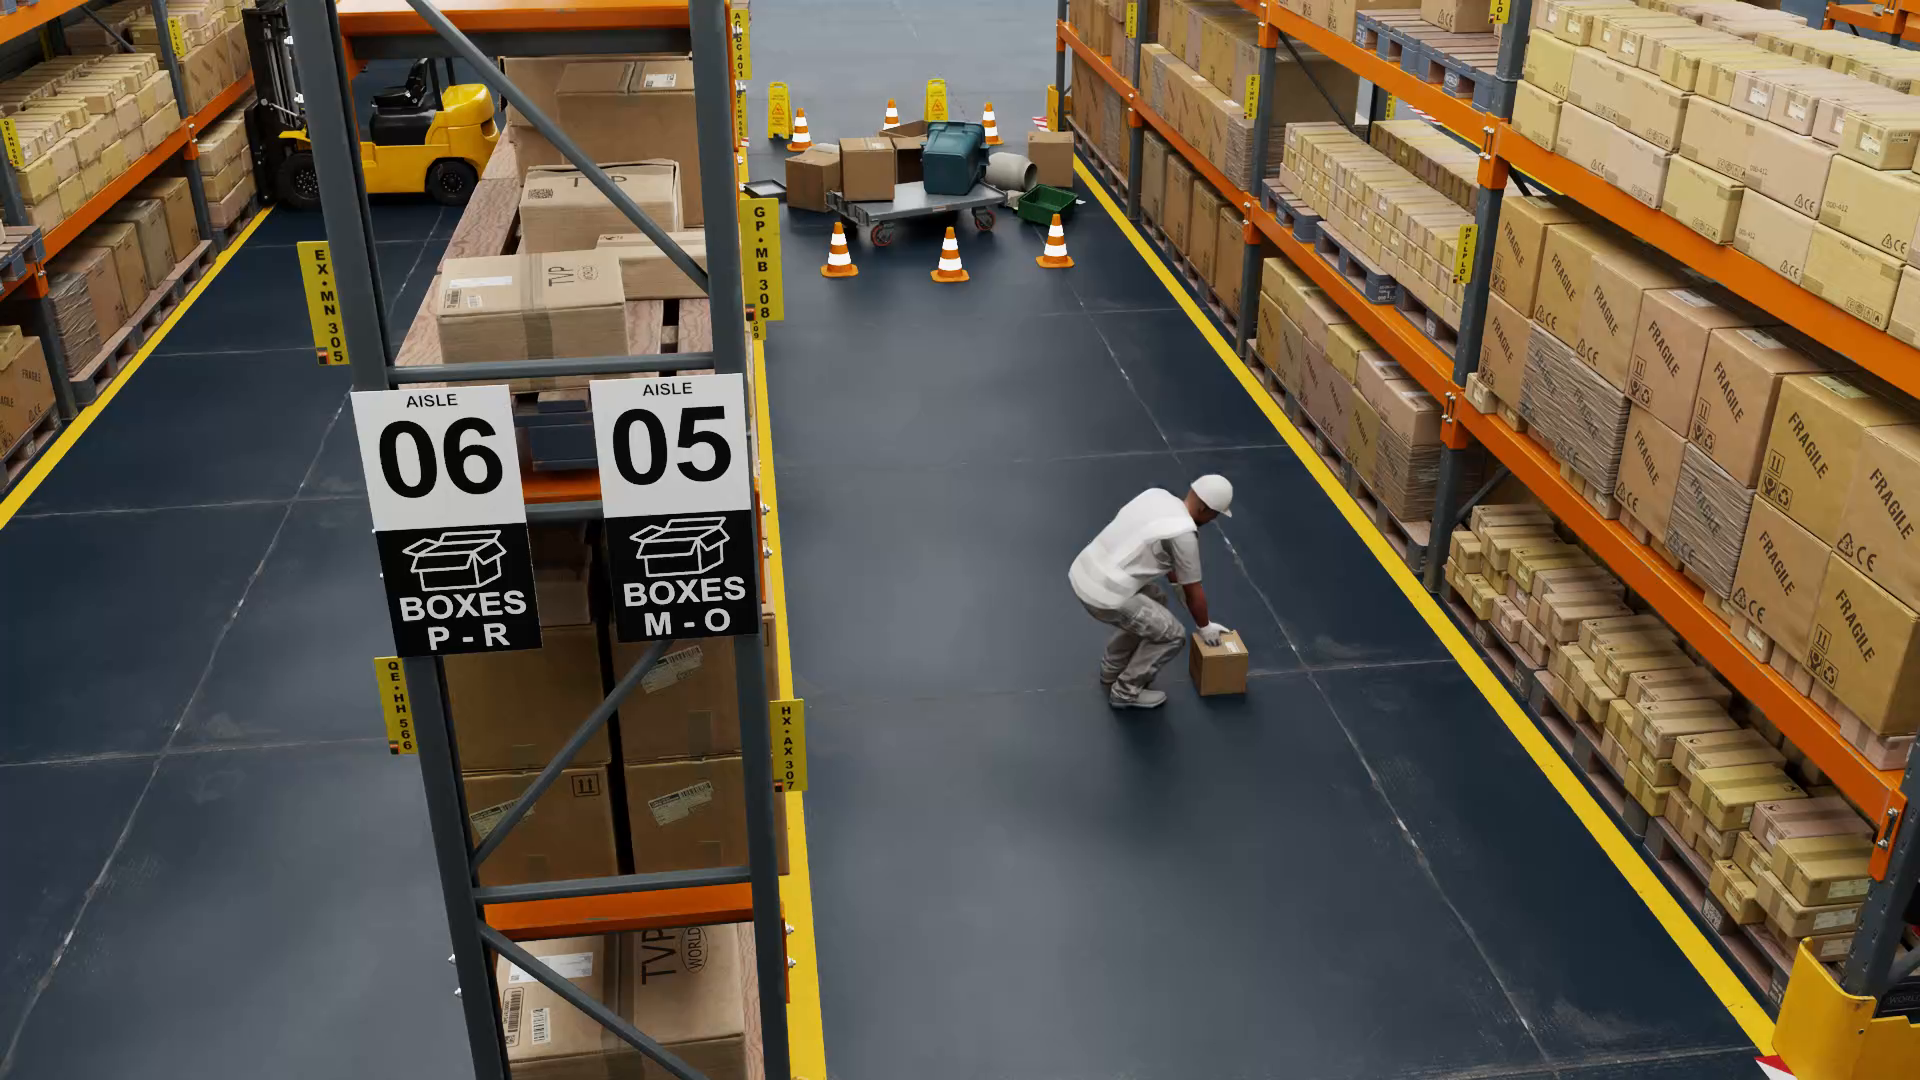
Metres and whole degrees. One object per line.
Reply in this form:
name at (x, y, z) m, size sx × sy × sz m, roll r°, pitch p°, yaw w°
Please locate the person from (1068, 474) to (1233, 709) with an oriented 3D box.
person at (0.995, 0.239, 8.740) m, size 0.832 × 1.227 × 0.603 m, roll -4°, pitch 27°, yaw -7°
